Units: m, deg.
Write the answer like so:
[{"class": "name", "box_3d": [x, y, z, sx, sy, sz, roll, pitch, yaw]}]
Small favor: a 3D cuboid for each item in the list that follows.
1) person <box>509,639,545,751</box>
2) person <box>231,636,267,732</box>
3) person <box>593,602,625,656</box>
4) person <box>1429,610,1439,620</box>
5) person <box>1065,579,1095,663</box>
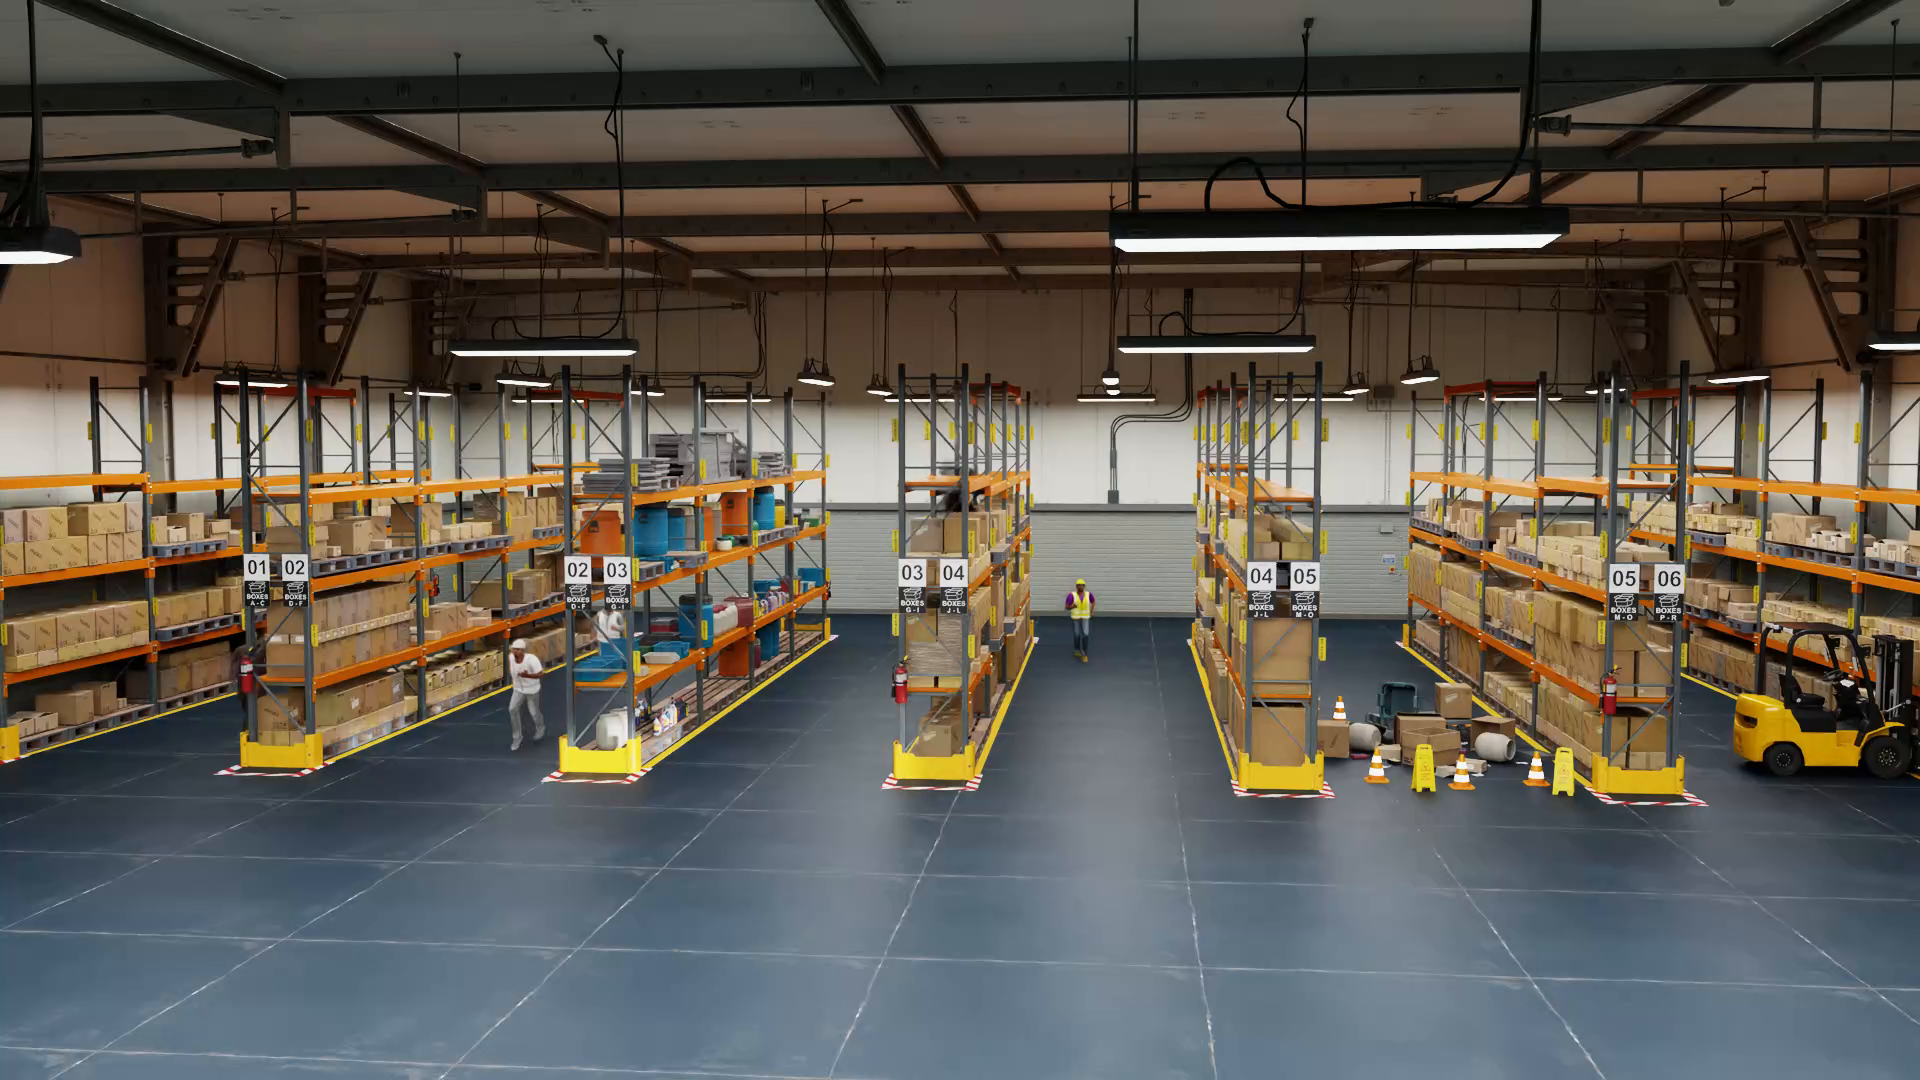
[{"class": "person", "box_3d": [-6.906, 2.442, 26.571, 0.691, 1.772, 0.961, 1, 4, 11]}, {"class": "person", "box_3d": [-11.636, 2.398, 27.423, 0.719, 1.771, 0.985, 0, 4, 2]}, {"class": "person", "box_3d": [-6.903, 2.023, 32.706, 0.642, 1.837, 0.799, -1, 4, -9]}, {"class": "person", "box_3d": [11.558, 1.631, 40.306, 0.618, 1.605, 0.627, -3, 5, -40]}, {"class": "person", "box_3d": [2.647, 1.768, 36.545, 0.677, 1.823, 0.738, 0, 4, 0]}]
